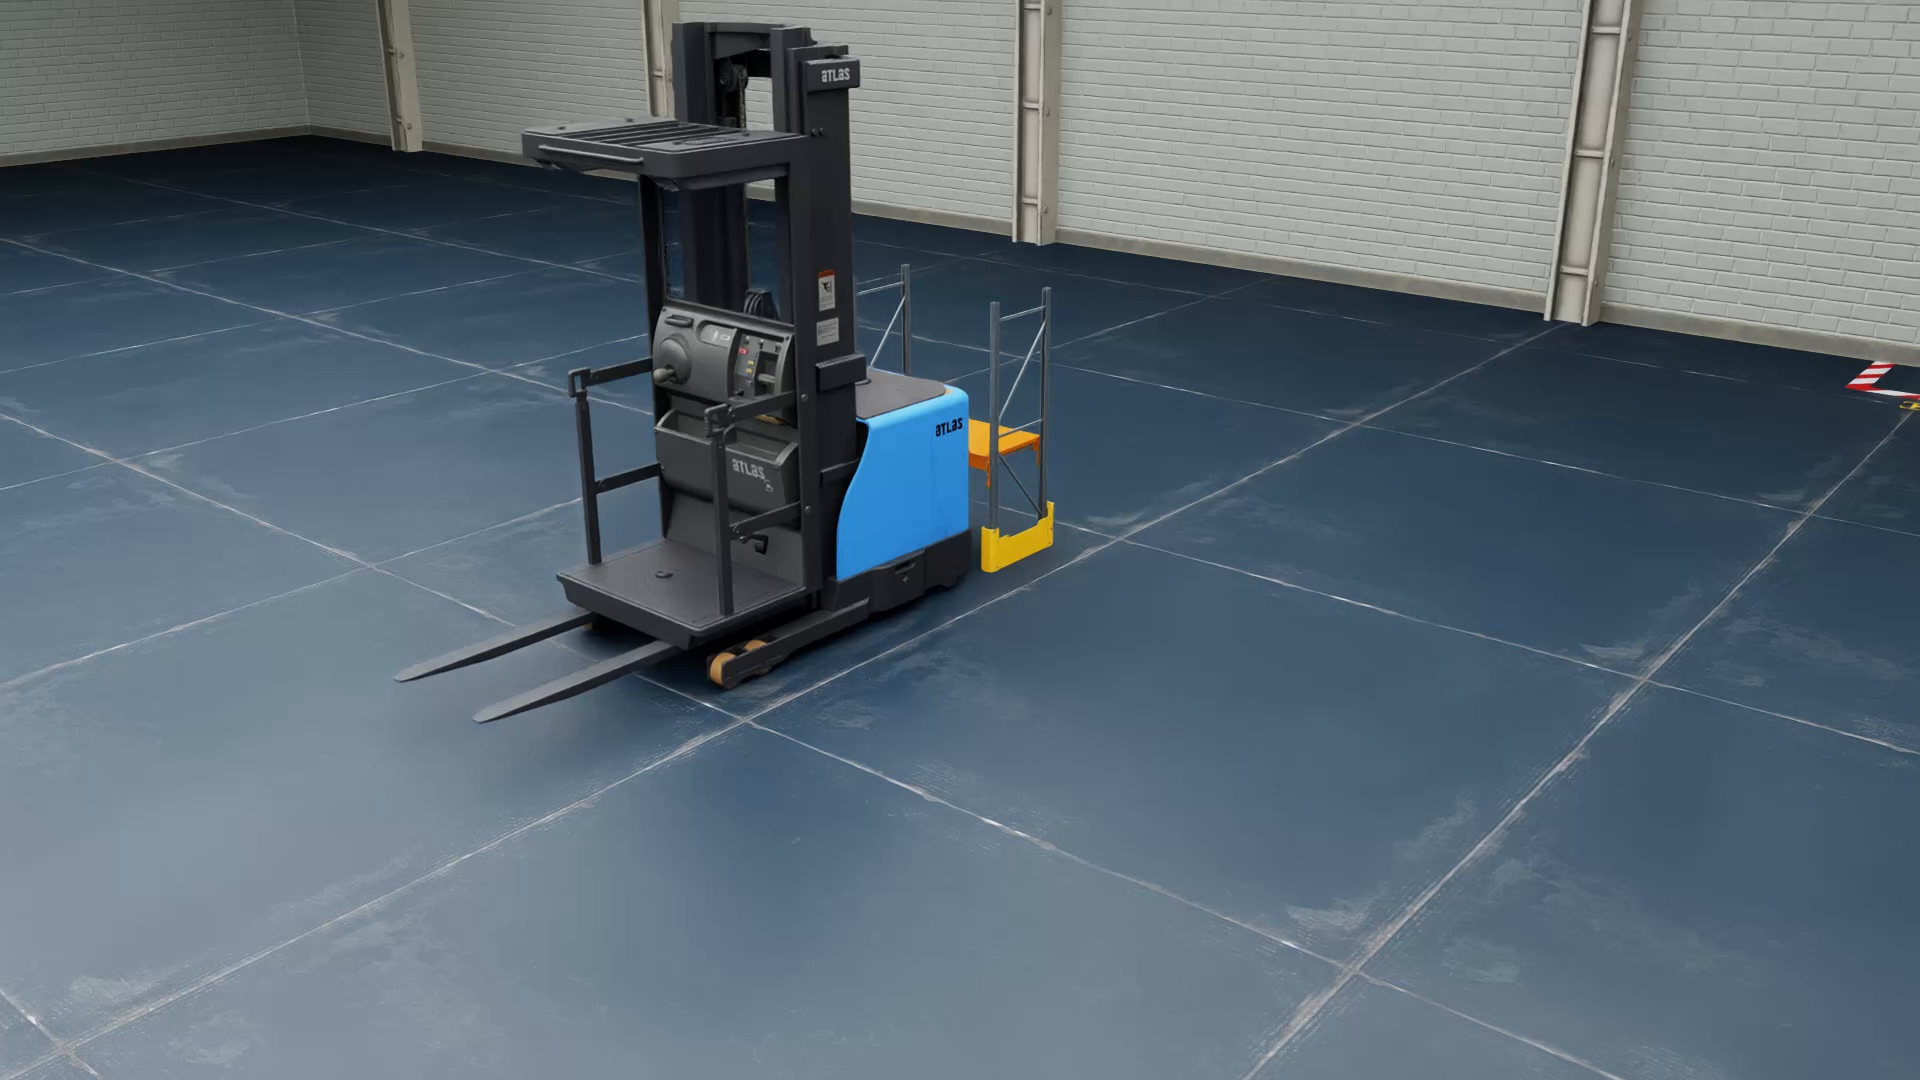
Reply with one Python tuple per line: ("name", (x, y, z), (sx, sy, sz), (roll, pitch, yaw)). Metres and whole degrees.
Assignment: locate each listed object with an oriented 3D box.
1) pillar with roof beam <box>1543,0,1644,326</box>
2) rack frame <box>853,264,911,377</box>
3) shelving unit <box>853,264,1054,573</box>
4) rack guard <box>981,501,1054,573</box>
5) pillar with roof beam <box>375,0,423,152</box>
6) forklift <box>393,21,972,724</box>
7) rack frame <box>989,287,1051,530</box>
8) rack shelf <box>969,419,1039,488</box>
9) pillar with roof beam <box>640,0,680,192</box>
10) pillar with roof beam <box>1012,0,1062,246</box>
("pillar with roof beam", (2.753, -5.002, 10.179), (0.400, 9.000, 9.100), (16, 26, 36))
("rack frame", (-0.460, -0.834, 9.755), (0.032, 1.500, 0.500), (16, 26, 36))
("shelving unit", (-0.059, -0.719, 9.449), (1.083, 1.500, 0.587), (16, 26, 36))
("rack guard", (0.327, -0.023, 9.375), (0.087, 0.250, 0.587), (16, 26, 36))
("pillar with roof beam", (-11.192, -9.018, 20.829), (0.400, 9.000, 9.100), (16, 26, 36))
("forklift", (-1.284, -0.874, 7.833), (1.130, 2.935, 3.031), (17, 27, 38))
("rack frame", (0.328, -0.607, 9.153), (0.032, 1.500, 0.500), (16, 26, 36))
("rack shelf", (-0.066, -0.552, 9.517), (1.000, 0.185, 0.538), (16, 26, 36))
("pillar with roof beam", (-6.544, -7.679, 17.279), (0.400, 9.000, 9.100), (16, 26, 36))
("pillar with roof beam", (-1.895, -6.341, 13.729), (0.400, 9.000, 9.100), (16, 26, 36))
